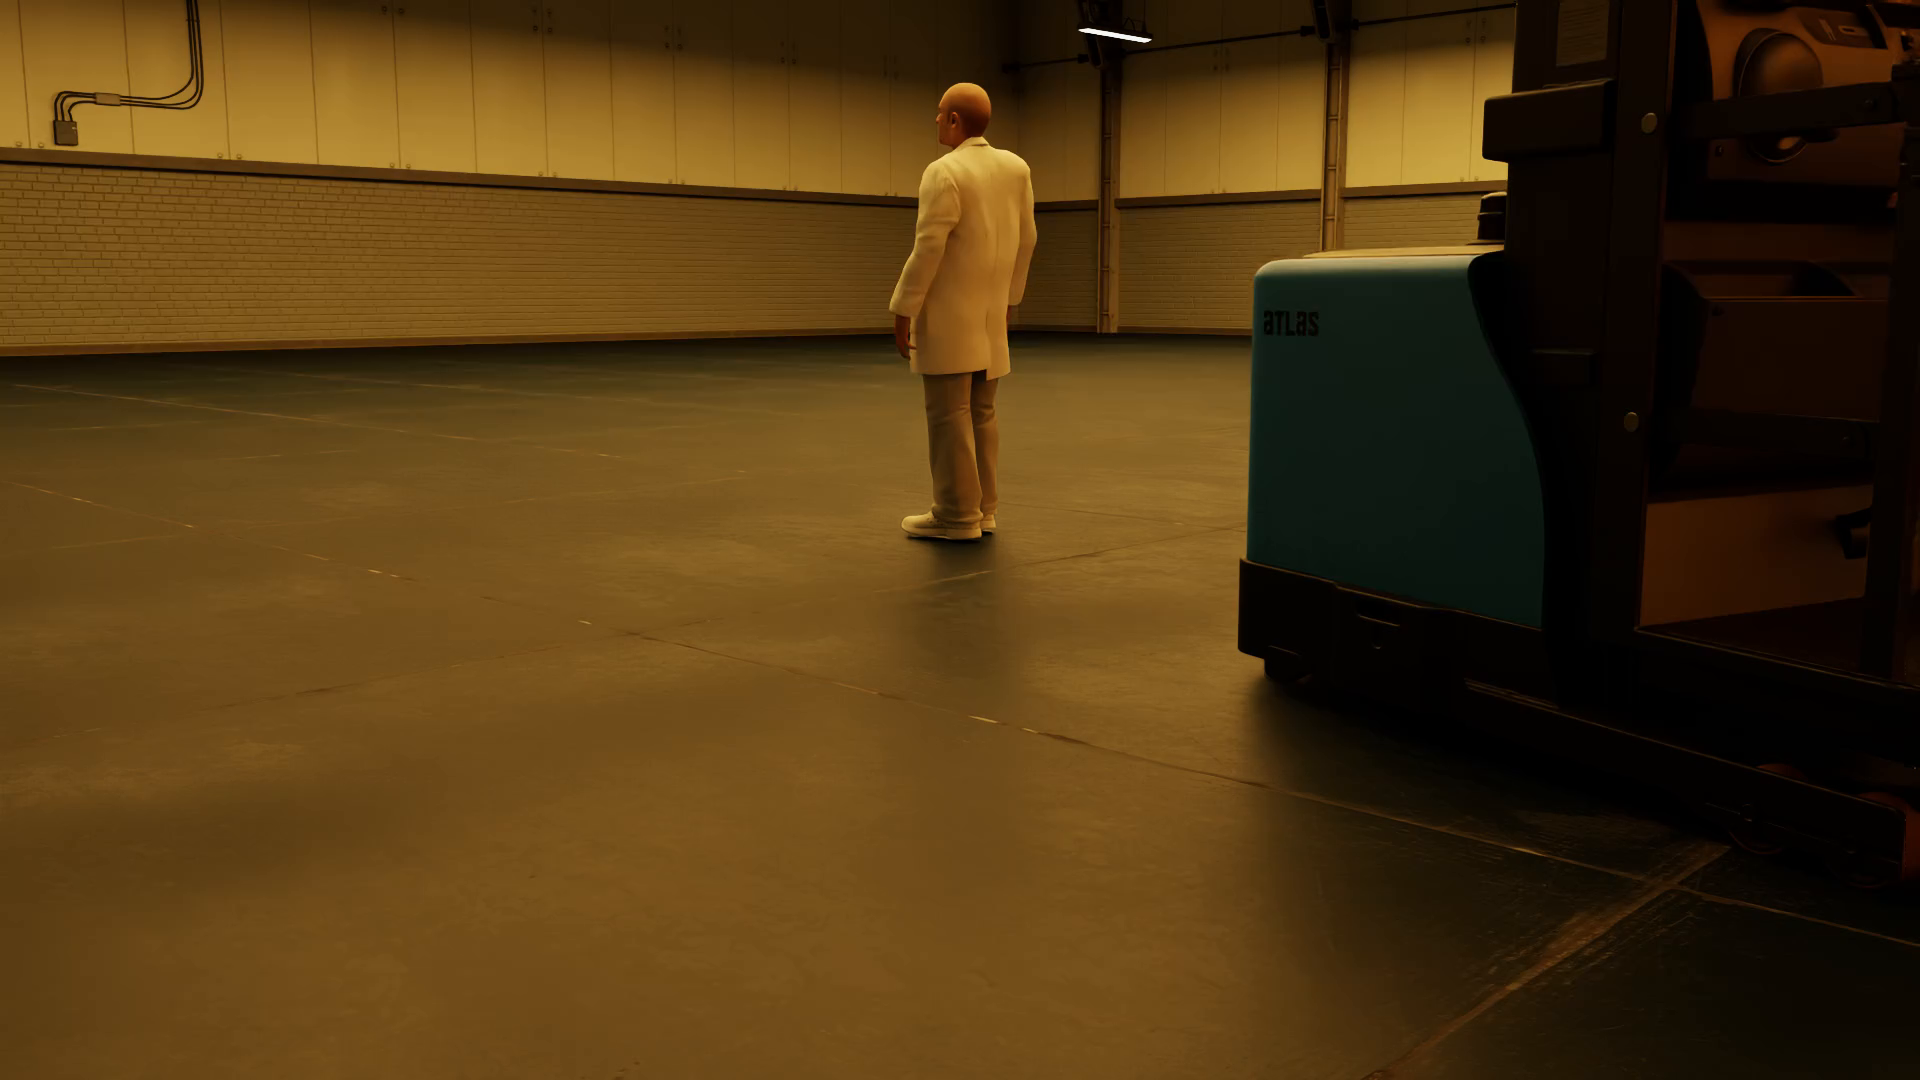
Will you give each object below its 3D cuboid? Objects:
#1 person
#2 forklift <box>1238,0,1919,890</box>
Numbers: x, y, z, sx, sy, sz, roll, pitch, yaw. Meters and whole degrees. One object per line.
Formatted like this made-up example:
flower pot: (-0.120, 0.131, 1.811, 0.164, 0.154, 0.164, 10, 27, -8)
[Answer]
person: (-0.061, -0.896, 6.649, 0.581, 1.776, 0.696, 8, 12, 43)
forklift: (1.857, -0.935, 3.084, 1.130, 2.935, 3.031, -4, 10, -27)
